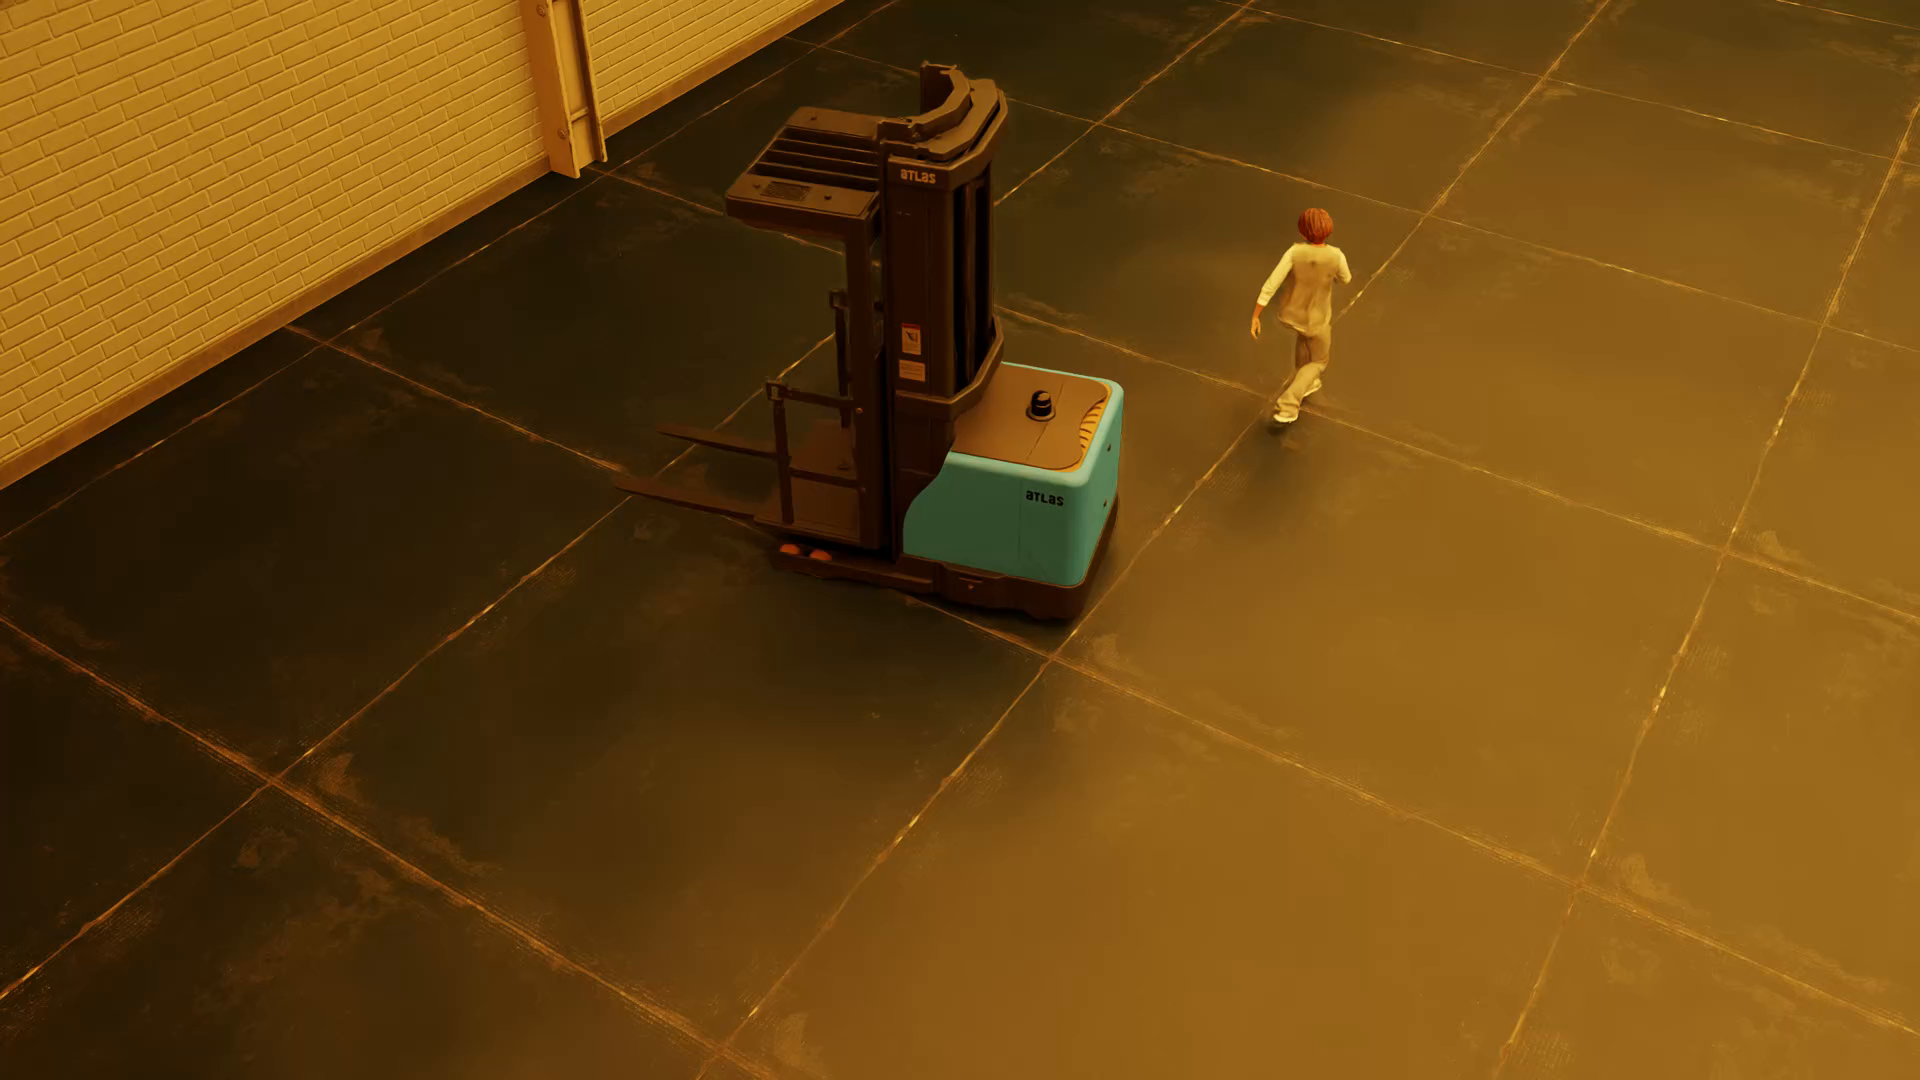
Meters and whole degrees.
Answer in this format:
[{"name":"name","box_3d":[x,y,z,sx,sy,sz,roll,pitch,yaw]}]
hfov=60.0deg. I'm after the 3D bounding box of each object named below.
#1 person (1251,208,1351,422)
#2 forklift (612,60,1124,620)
[{"name":"person","box_3d":[2.236,-1.478,10.828,0.451,1.519,0.759,23,45,25]},{"name":"forklift","box_3d":[-0.612,-1.205,9.389,3.031,2.935,1.130,11,42,13]}]
